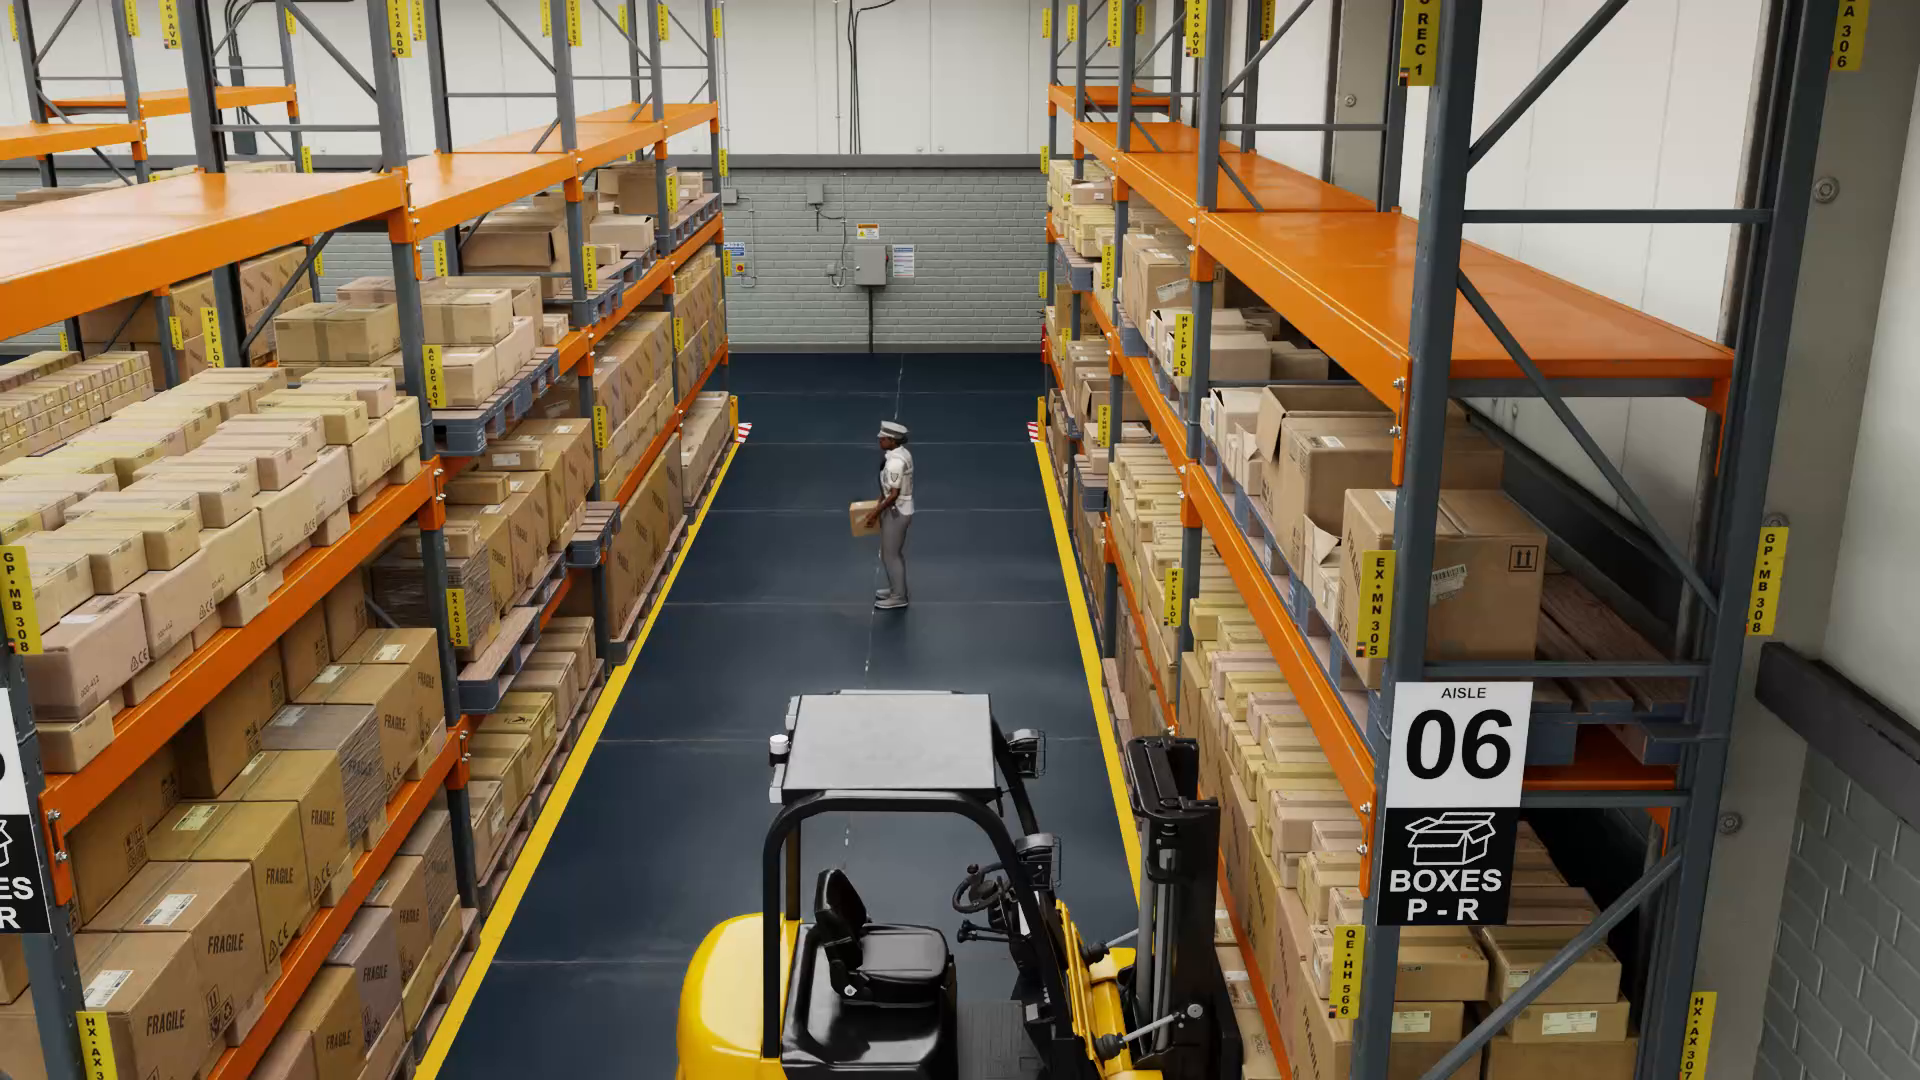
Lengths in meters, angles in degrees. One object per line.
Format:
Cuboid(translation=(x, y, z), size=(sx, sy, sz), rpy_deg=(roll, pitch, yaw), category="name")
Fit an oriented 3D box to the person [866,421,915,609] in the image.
Cuboid(translation=(-0.618, -0.235, 14.793), size=(0.429, 1.680, 0.479), rpy_deg=(0, 17, -1), category="person")
